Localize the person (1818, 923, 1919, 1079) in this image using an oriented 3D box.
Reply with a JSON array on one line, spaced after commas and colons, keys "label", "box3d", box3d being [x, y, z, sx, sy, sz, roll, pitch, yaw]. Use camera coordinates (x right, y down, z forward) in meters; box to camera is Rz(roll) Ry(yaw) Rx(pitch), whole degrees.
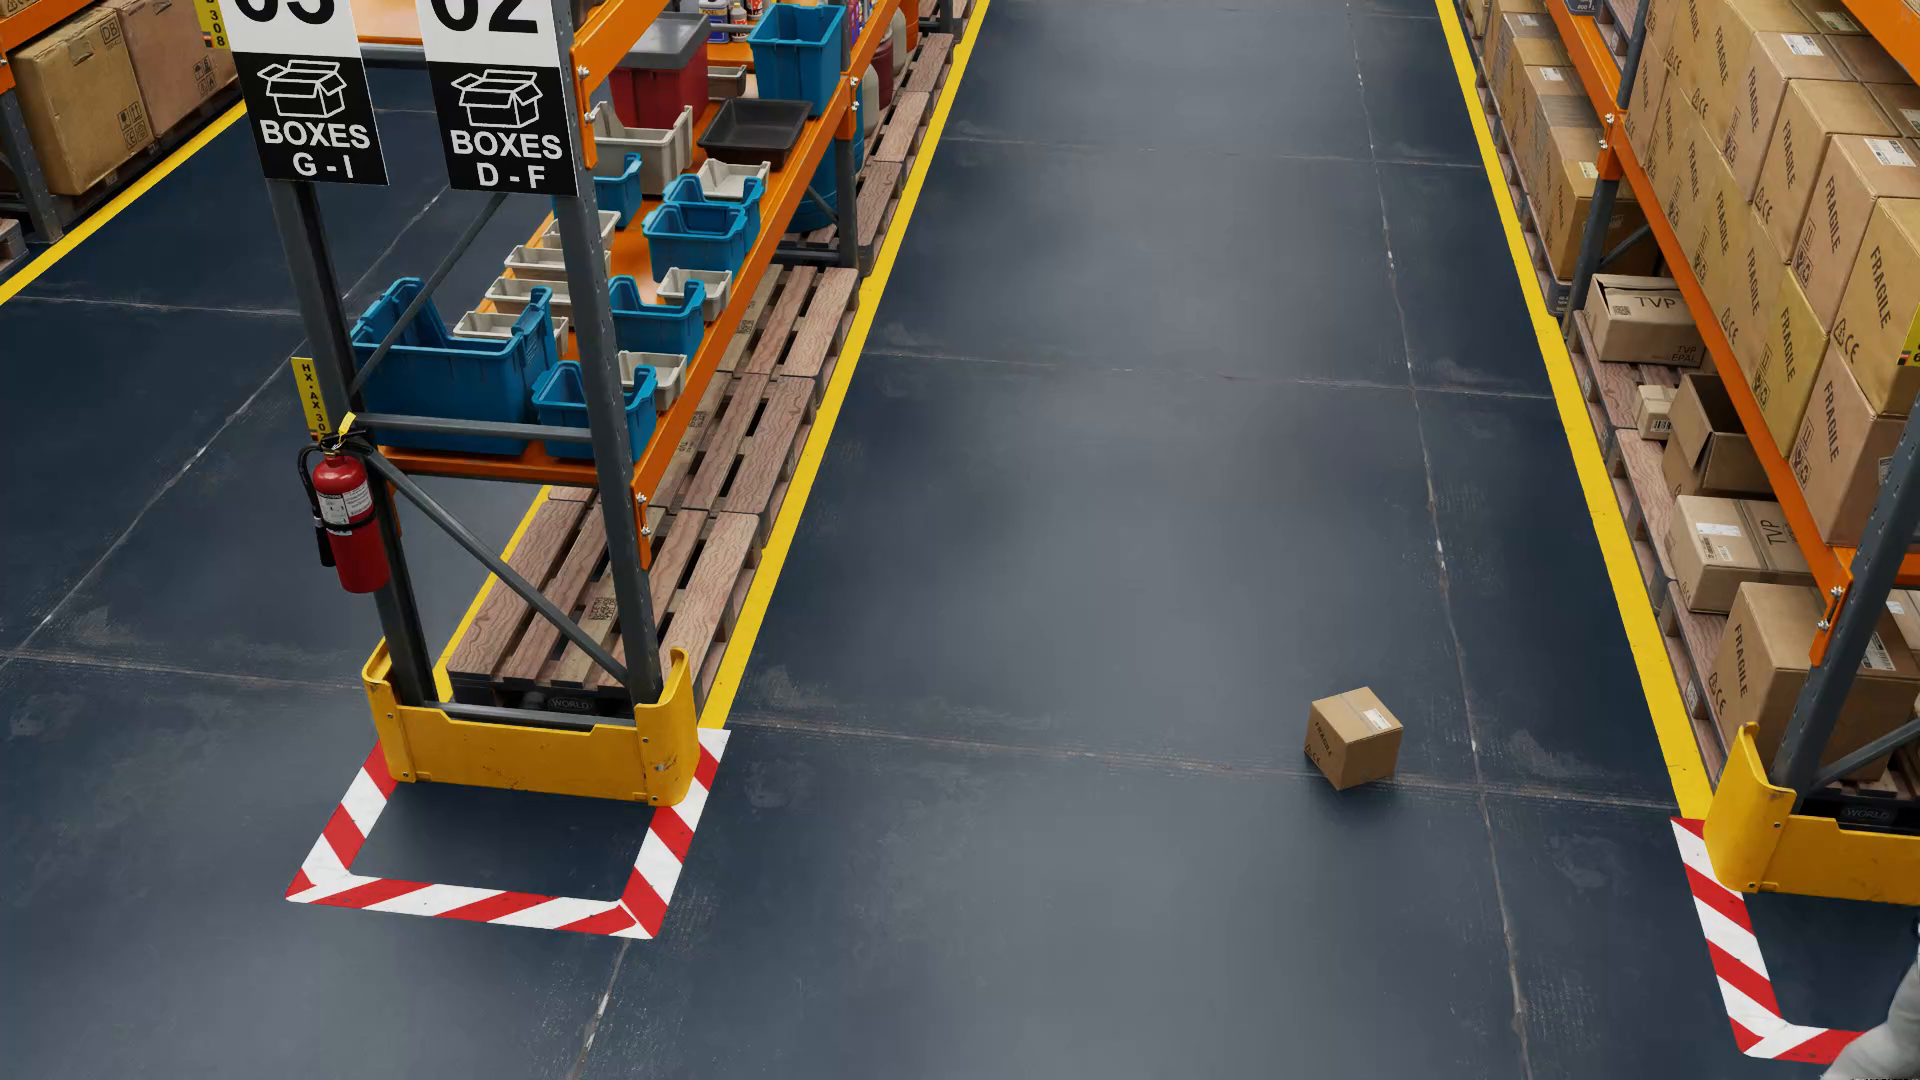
[{"label": "person", "box3d": [2.809, 1.210, 4.508, 0.615, 1.786, 0.627, 10, 37, 14]}]
